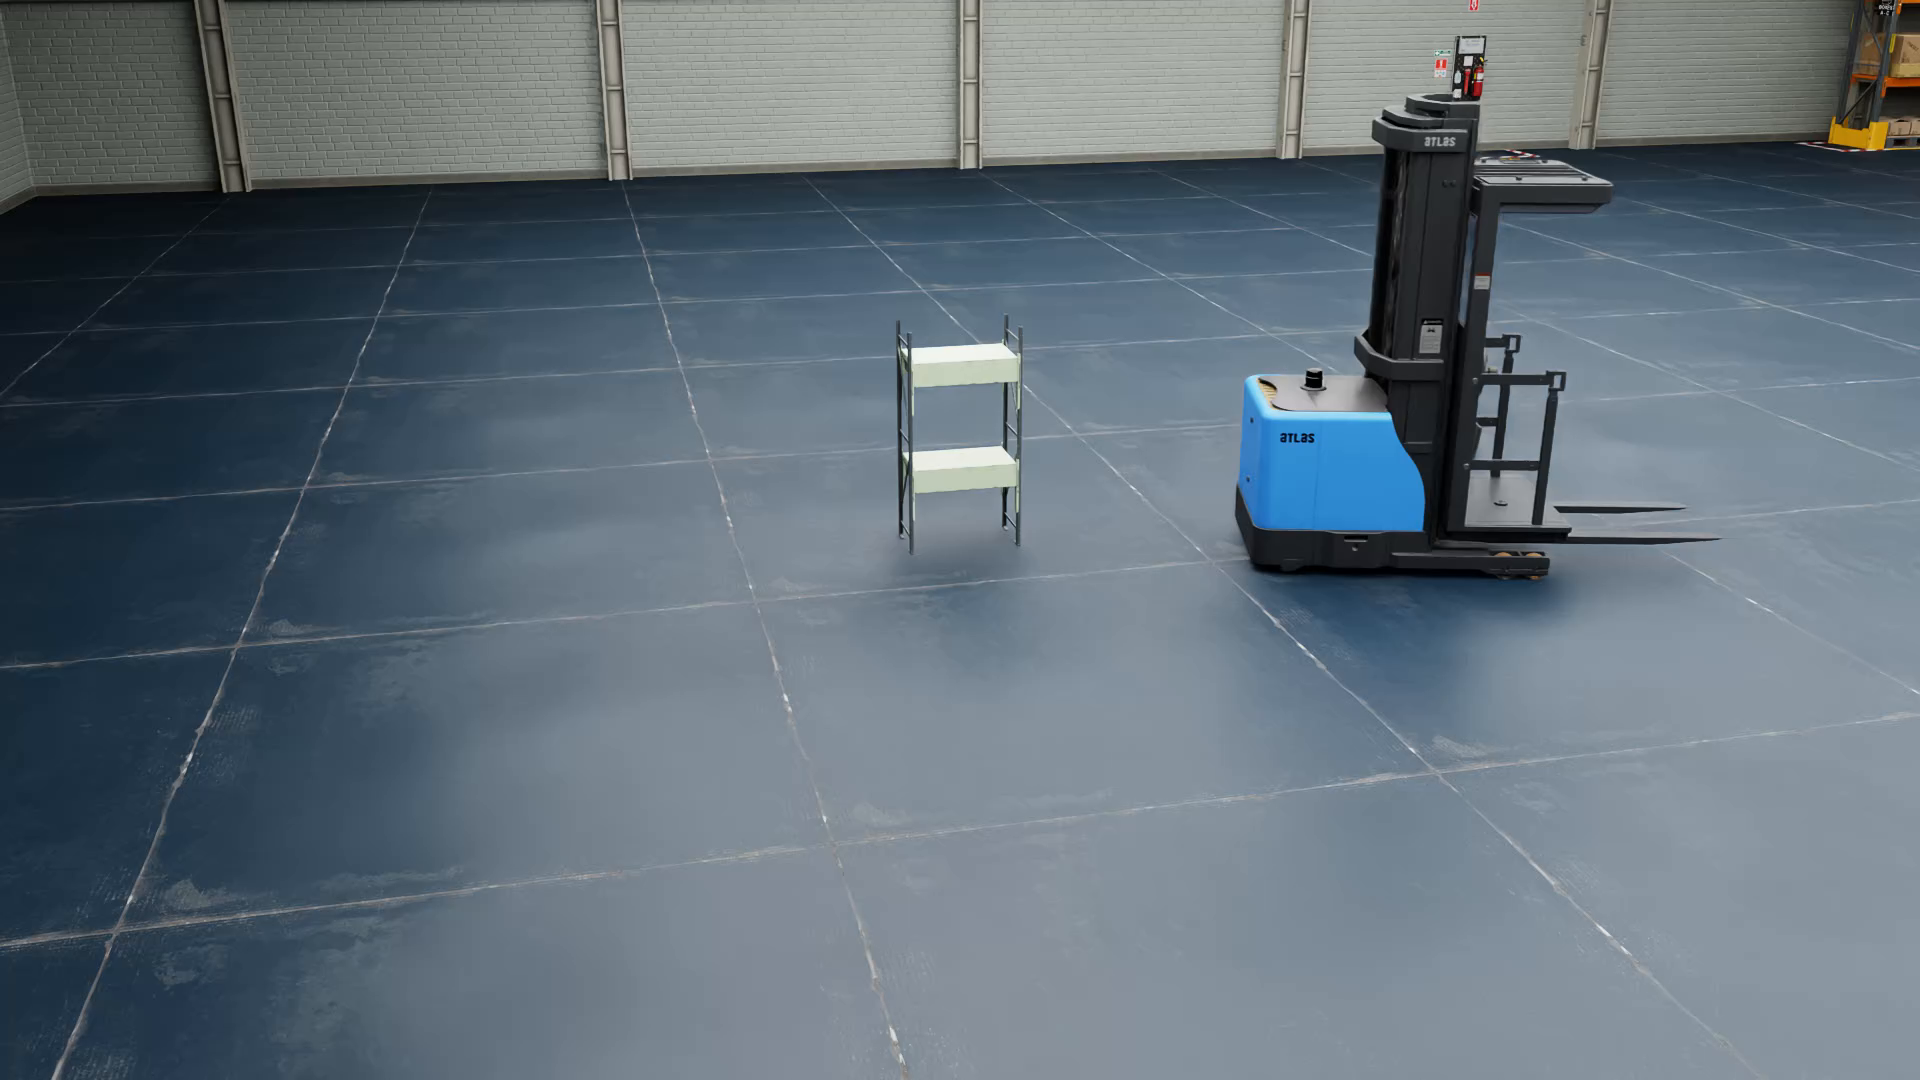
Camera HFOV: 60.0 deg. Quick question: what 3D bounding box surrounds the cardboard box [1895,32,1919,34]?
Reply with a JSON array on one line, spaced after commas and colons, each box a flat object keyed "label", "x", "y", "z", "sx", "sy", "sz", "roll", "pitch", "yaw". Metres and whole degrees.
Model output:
[{"label": "cardboard box", "x": 18.097, "y": -9.440, "z": 31.824, "sx": 0.500, "sy": 0.500, "sz": 0.500, "roll": -4, "pitch": 21, "yaw": -12}]

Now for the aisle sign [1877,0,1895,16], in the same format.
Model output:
[{"label": "aisle sign", "x": 17.194, "y": -10.119, "z": 30.798, "sx": 0.004, "sy": 0.787, "sz": 0.394, "roll": -5, "pitch": 21, "yaw": -12}]

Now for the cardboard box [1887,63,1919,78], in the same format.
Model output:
[{"label": "cardboard box", "x": 17.743, "y": -8.876, "z": 31.372, "sx": 0.500, "sy": 0.250, "sz": 0.500, "roll": -5, "pitch": 21, "yaw": -14}]

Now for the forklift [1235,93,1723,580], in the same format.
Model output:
[{"label": "forklift", "x": 3.408, "y": -1.311, "z": 10.633, "sx": 3.031, "sy": 2.935, "sz": 1.130, "roll": 1, "pitch": 20, "yaw": 2}]

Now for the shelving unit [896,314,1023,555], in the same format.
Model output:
[{"label": "shelving unit", "x": -0.006, "y": -0.704, "z": 11.055, "sx": 0.755, "sy": 1.500, "sz": 0.431, "roll": -5, "pitch": 21, "yaw": -12}]

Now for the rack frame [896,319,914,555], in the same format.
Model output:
[{"label": "rack frame", "x": -0.363, "y": -0.675, "z": 10.976, "sx": 0.023, "sy": 1.500, "sz": 0.400, "roll": -5, "pitch": 21, "yaw": -12}]

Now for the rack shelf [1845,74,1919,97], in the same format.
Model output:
[{"label": "rack shelf", "x": 19.142, "y": -8.825, "z": 32.091, "sx": 4.000, "sy": 0.370, "sz": 1.077, "roll": -5, "pitch": 21, "yaw": -12}]

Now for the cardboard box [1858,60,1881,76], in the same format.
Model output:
[{"label": "cardboard box", "x": 17.605, "y": -9.045, "z": 31.835, "sx": 0.500, "sy": 0.250, "sz": 0.500, "roll": -4, "pitch": 21, "yaw": -12}]

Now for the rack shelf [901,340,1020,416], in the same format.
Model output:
[{"label": "rack shelf", "x": -0.006, "y": -1.070, "z": 10.921, "sx": 0.720, "sy": 0.370, "sz": 0.431, "roll": -5, "pitch": 21, "yaw": -12}]

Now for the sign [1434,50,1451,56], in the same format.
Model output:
[{"label": "sign", "x": 8.869, "y": -8.945, "z": 30.551, "sx": 0.331, "sy": 0.109, "sz": 0.001, "roll": -5, "pitch": 21, "yaw": -12}]

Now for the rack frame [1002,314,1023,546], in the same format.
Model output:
[{"label": "rack frame", "x": 0.350, "y": -0.733, "z": 11.134, "sx": 0.023, "sy": 1.500, "sz": 0.400, "roll": -5, "pitch": 21, "yaw": -12}]

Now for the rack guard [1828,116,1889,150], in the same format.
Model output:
[{"label": "rack guard", "x": 17.269, "y": -7.837, "z": 31.981, "sx": 0.348, "sy": 0.500, "sz": 1.175, "roll": -5, "pitch": 21, "yaw": -12}]

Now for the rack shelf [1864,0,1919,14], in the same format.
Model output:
[{"label": "rack shelf", "x": 19.142, "y": -10.233, "z": 31.575, "sx": 4.000, "sy": 0.370, "sz": 1.077, "roll": -5, "pitch": 21, "yaw": -12}]

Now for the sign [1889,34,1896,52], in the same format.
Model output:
[{"label": "sign", "x": 17.320, "y": -9.229, "z": 30.890, "sx": 0.005, "sy": 0.325, "sz": 0.100, "roll": -5, "pitch": 21, "yaw": -12}]

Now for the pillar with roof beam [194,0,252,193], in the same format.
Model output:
[{"label": "pillar with roof beam", "x": -10.527, "y": -8.351, "z": 21.029, "sx": 0.400, "sy": 9.000, "sz": 9.100, "roll": -5, "pitch": 21, "yaw": -12}]

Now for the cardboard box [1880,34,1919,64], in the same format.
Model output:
[{"label": "cardboard box", "x": 17.729, "y": -9.233, "z": 31.257, "sx": 0.500, "sy": 0.500, "sz": 0.500, "roll": -5, "pitch": 21, "yaw": -12}]

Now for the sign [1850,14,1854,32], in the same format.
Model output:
[{"label": "sign", "x": 17.087, "y": -9.884, "z": 31.793, "sx": 0.005, "sy": 0.325, "sz": 0.100, "roll": -5, "pitch": 21, "yaw": -12}]

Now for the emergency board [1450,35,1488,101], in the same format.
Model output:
[{"label": "emergency board", "x": 9.425, "y": -8.692, "z": 30.681, "sx": 0.643, "sy": 1.169, "sz": 0.194, "roll": -5, "pitch": 21, "yaw": -12}]

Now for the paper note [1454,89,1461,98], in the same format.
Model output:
[{"label": "paper note", "x": 9.237, "y": -8.287, "z": 30.857, "sx": 0.142, "sy": 0.148, "sz": 0.016, "roll": -5, "pitch": 21, "yaw": -12}]

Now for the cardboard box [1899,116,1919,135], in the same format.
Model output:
[{"label": "cardboard box", "x": 18.444, "y": -8.018, "z": 32.112, "sx": 0.500, "sy": 0.311, "sz": 0.500, "roll": -3, "pitch": 20, "yaw": -8}]

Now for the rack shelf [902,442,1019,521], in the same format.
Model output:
[{"label": "rack shelf", "x": -0.006, "y": -0.398, "z": 11.167, "sx": 0.720, "sy": 0.370, "sz": 0.431, "roll": -5, "pitch": 21, "yaw": -12}]

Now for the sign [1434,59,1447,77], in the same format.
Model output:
[{"label": "sign", "x": 8.863, "y": -8.699, "z": 30.649, "sx": 0.234, "sy": 0.329, "sz": 0.001, "roll": -5, "pitch": 21, "yaw": -12}]

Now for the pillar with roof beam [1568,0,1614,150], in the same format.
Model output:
[{"label": "pillar with roof beam", "x": 12.829, "y": -10.250, "z": 26.214, "sx": 0.400, "sy": 9.000, "sz": 9.100, "roll": -5, "pitch": 21, "yaw": -12}]

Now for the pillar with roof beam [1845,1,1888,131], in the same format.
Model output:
[{"label": "pillar with roof beam", "x": 18.668, "y": -10.725, "z": 27.511, "sx": 0.400, "sy": 9.000, "sz": 9.100, "roll": -5, "pitch": 21, "yaw": -12}]

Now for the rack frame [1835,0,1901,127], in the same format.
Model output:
[{"label": "rack frame", "x": 17.195, "y": -9.004, "z": 31.535, "sx": 0.127, "sy": 3.000, "sz": 1.000, "roll": -5, "pitch": 21, "yaw": -12}]

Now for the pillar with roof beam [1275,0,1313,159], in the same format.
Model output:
[{"label": "pillar with roof beam", "x": 6.990, "y": -9.775, "z": 24.918, "sx": 0.400, "sy": 9.000, "sz": 9.100, "roll": -5, "pitch": 21, "yaw": -12}]

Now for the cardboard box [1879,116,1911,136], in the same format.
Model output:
[{"label": "cardboard box", "x": 17.889, "y": -7.973, "z": 31.989, "sx": 0.500, "sy": 0.311, "sz": 0.500, "roll": -7, "pitch": 21, "yaw": -19}]

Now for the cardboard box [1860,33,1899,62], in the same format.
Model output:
[{"label": "cardboard box", "x": 17.605, "y": -9.404, "z": 31.724, "sx": 0.500, "sy": 0.500, "sz": 0.500, "roll": -5, "pitch": 21, "yaw": -13}]

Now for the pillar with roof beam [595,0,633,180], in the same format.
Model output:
[{"label": "pillar with roof beam", "x": -4.688, "y": -8.826, "z": 22.325, "sx": 0.400, "sy": 9.000, "sz": 9.100, "roll": -5, "pitch": 21, "yaw": -12}]

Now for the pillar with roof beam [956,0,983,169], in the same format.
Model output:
[{"label": "pillar with roof beam", "x": 1.151, "y": -9.301, "z": 23.621, "sx": 0.400, "sy": 9.000, "sz": 9.100, "roll": -5, "pitch": 21, "yaw": -12}]

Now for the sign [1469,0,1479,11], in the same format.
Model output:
[{"label": "sign", "x": 9.394, "y": -9.813, "z": 30.371, "sx": 0.199, "sy": 0.298, "sz": 0.001, "roll": -5, "pitch": 21, "yaw": -12}]

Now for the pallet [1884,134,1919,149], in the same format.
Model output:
[{"label": "pallet", "x": 18.068, "y": -7.753, "z": 32.174, "sx": 1.213, "sy": 0.211, "sz": 1.003, "roll": -5, "pitch": 21, "yaw": -12}]
